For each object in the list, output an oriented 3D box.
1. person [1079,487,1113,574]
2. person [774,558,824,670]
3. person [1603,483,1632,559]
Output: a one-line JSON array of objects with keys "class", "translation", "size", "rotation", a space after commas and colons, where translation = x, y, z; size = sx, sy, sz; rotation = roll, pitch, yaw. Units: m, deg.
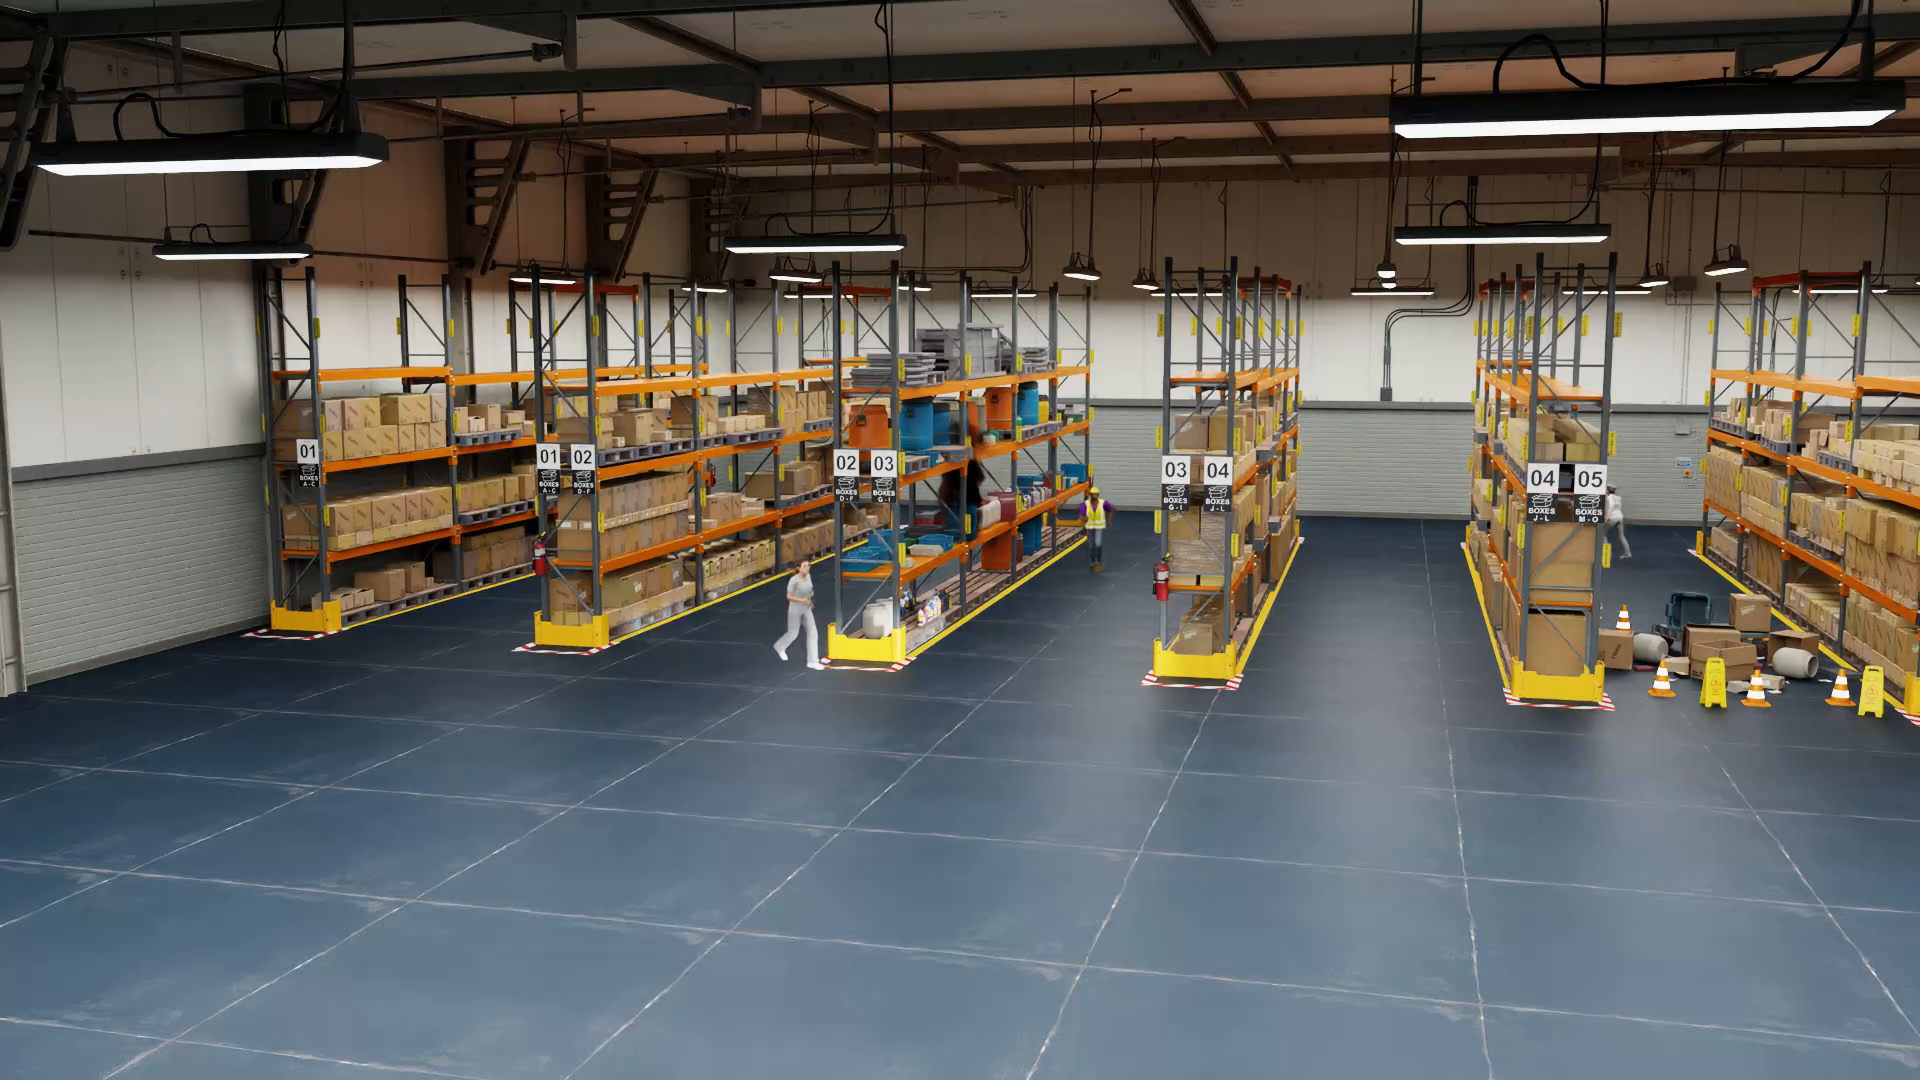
[{"class": "person", "translation": [2.779, -0.205, 34.230], "size": [0.674, 1.786, 0.805], "rotation": [2, 7, 13]}, {"class": "person", "translation": [-2.403, 1.062, 24.569], "size": [0.541, 1.638, 1.007], "rotation": [-7, 10, -42]}, {"class": "person", "translation": [14.191, -0.378, 36.042], "size": [0.598, 1.654, 0.943], "rotation": [-3, 8, -19]}]
